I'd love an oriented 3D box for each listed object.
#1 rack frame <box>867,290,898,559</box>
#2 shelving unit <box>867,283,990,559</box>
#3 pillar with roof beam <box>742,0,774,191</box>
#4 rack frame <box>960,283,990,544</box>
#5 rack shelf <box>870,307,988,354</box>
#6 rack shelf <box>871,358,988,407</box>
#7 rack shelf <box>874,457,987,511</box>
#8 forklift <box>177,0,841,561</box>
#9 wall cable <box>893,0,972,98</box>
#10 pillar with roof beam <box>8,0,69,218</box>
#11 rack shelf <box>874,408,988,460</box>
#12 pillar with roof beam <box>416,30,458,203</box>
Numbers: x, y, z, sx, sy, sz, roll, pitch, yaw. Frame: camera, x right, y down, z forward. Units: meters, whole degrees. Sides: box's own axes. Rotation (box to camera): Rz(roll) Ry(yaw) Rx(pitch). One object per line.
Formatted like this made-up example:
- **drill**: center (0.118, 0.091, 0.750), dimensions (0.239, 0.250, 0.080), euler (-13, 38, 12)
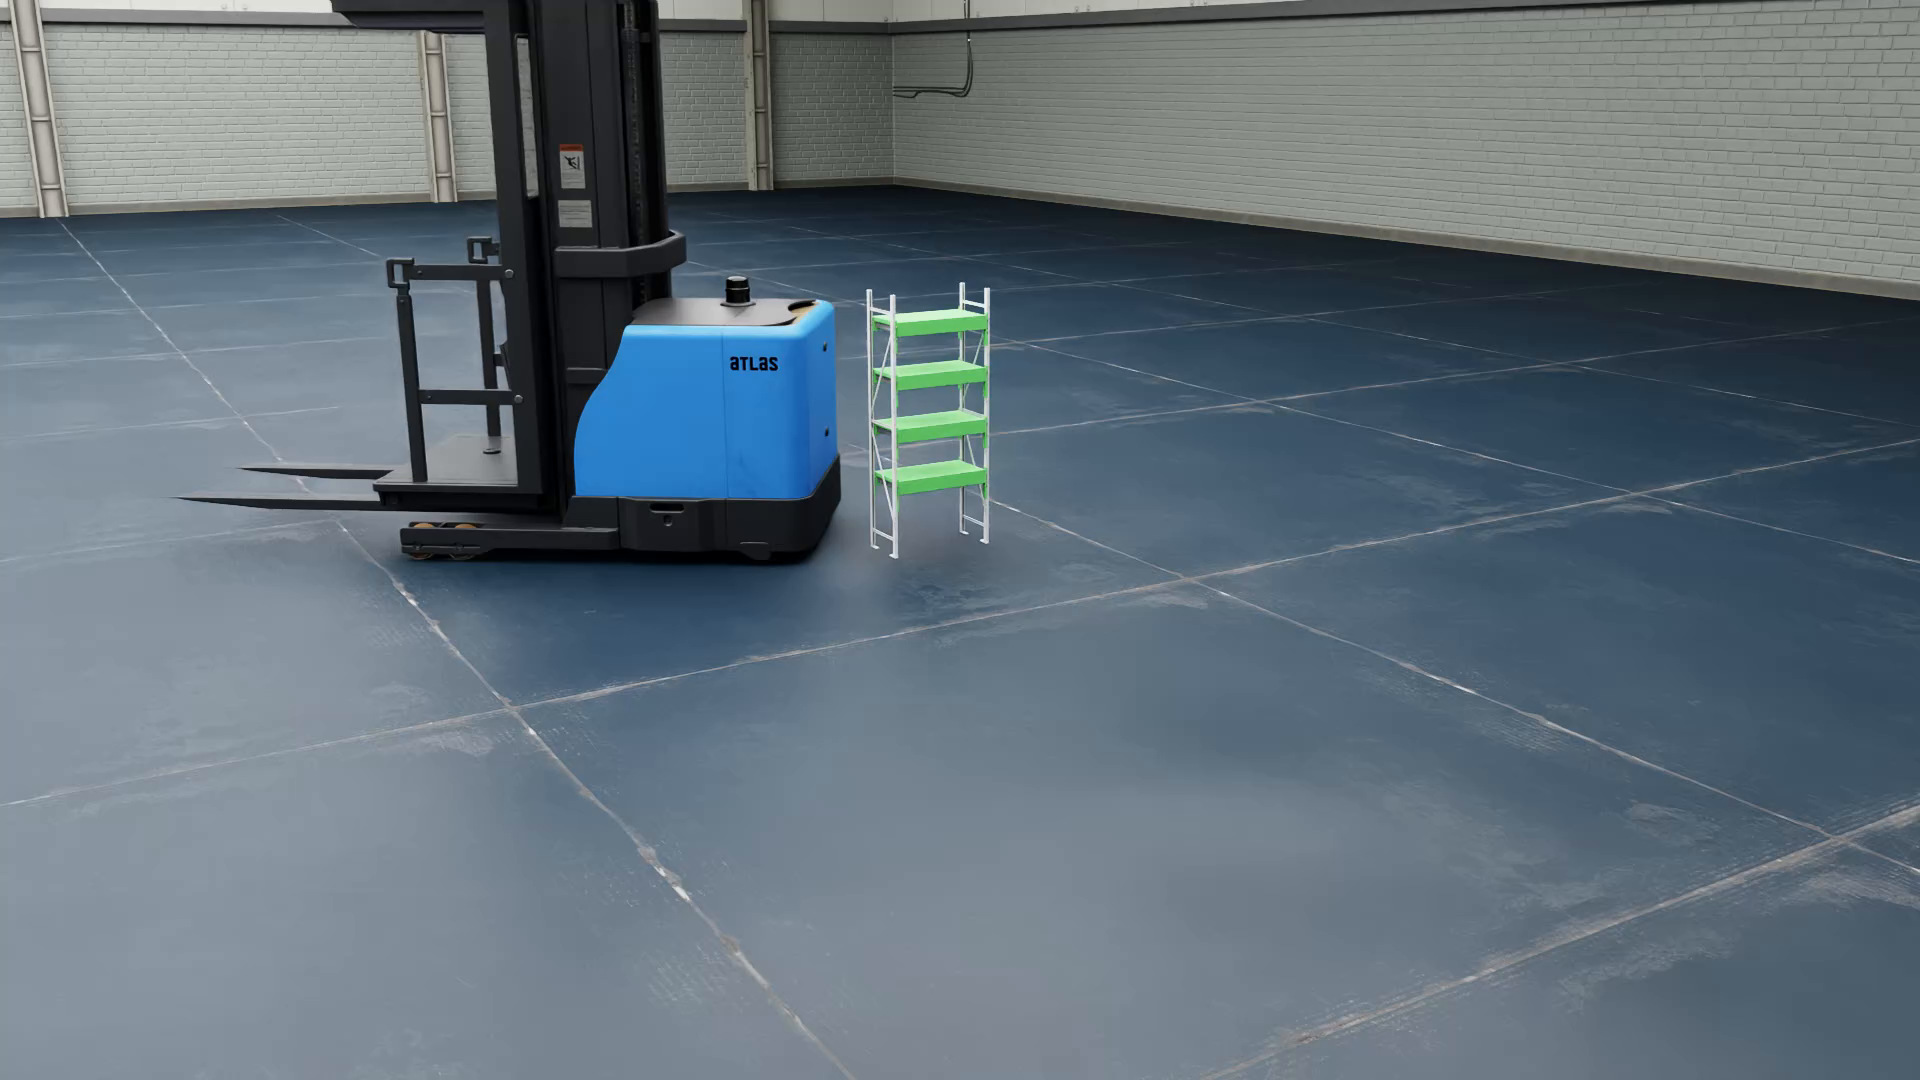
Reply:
- **rack frame**: center (-0.351, -0.521, 7.545), dimensions (0.015, 1.200, 0.240), euler (-9, 18, -30)
- **shelving unit**: center (-0.142, -0.555, 7.666), dimensions (0.503, 1.200, 0.258), euler (-9, 18, -30)
- **pillar with roof beam**: center (-1.593, -10.043, 27.065), dimensions (0.400, 9.000, 9.100), euler (-9, 18, -30)
- **rack frame**: center (0.067, -0.589, 7.787), dimensions (0.015, 1.200, 0.240), euler (-9, 18, -30)
- **rack shelf**: center (-0.142, -0.955, 7.553), dimensions (0.480, 0.148, 0.258), euler (-9, 18, -30)
- **rack shelf**: center (-0.142, -0.724, 7.618), dimensions (0.480, 0.148, 0.258), euler (-9, 18, -30)
- **rack shelf**: center (-0.142, -0.262, 7.748), dimensions (0.480, 0.148, 0.258), euler (-9, 18, -30)
- **forklift**: center (-2.140, -1.457, 7.678), dimensions (3.031, 2.935, 1.130), euler (1, 16, 4)
- **wall cable**: center (-0.603, -9.647, 31.406), dimensions (0.112, 2.526, 3.097), euler (-9, 18, -30)
- **pillar with roof beam**: center (-11.879, -8.375, 21.114), dimensions (0.400, 9.000, 9.100), euler (-9, 18, -30)
- **rack shelf**: center (-0.142, -0.493, 7.683), dimensions (0.480, 0.148, 0.258), euler (-9, 18, -30)
- **pillar with roof beam**: center (-6.736, -9.209, 24.089), dimensions (0.400, 9.000, 9.100), euler (-9, 18, -30)
